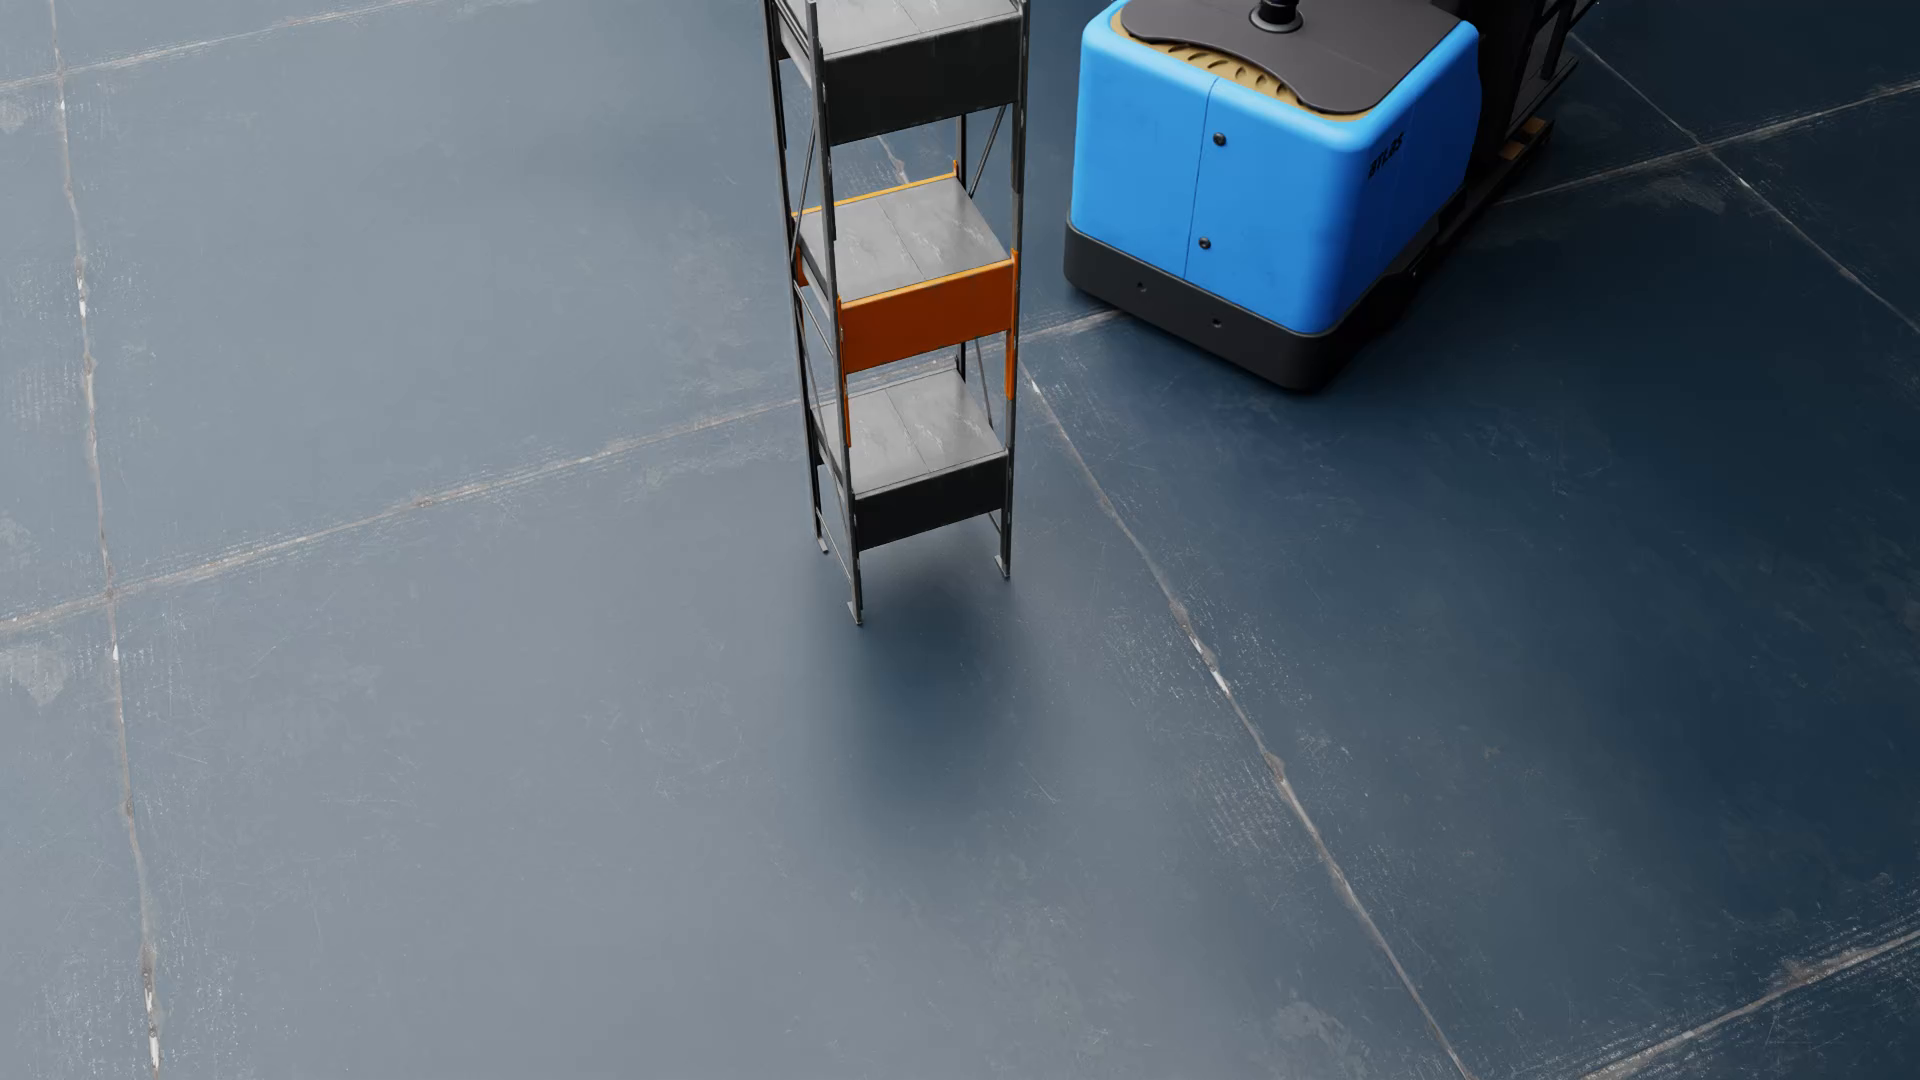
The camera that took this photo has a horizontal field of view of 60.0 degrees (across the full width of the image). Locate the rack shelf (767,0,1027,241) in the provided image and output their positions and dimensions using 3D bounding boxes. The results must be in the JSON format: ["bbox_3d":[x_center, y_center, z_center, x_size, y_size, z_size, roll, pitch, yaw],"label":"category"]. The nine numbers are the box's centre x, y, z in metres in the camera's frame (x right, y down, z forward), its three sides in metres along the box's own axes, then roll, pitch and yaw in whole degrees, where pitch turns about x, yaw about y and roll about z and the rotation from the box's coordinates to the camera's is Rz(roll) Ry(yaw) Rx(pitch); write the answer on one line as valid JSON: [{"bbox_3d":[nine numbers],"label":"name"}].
[{"bbox_3d":[-0.153,-1.084,3.892,0.480,0.518,0.431,-17,52,-14],"label":"rack shelf"}]

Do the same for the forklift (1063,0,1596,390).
[{"bbox_3d":[1.661,-2.535,5.495,1.130,2.935,3.031,30,56,23],"label":"forklift"}]

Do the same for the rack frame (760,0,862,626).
[{"bbox_3d":[-0.379,-0.567,4.353,0.015,2.100,0.400,-17,52,-14],"label":"rack frame"}]

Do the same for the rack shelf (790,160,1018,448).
[{"bbox_3d":[-0.153,-0.628,4.423,0.480,0.518,0.431,-17,52,-14],"label":"rack shelf"}]

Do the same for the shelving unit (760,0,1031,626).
[{"bbox_3d":[-0.153,-0.637,4.413,0.503,2.100,0.431,-17,52,-14],"label":"shelving unit"}]

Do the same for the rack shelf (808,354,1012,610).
[{"bbox_3d":[-0.153,-0.172,4.954,0.480,0.518,0.431,-17,52,-14],"label":"rack shelf"}]

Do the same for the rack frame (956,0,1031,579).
[{"bbox_3d":[0.073,-0.707,4.473,0.015,2.100,0.400,-17,52,-14],"label":"rack frame"}]
